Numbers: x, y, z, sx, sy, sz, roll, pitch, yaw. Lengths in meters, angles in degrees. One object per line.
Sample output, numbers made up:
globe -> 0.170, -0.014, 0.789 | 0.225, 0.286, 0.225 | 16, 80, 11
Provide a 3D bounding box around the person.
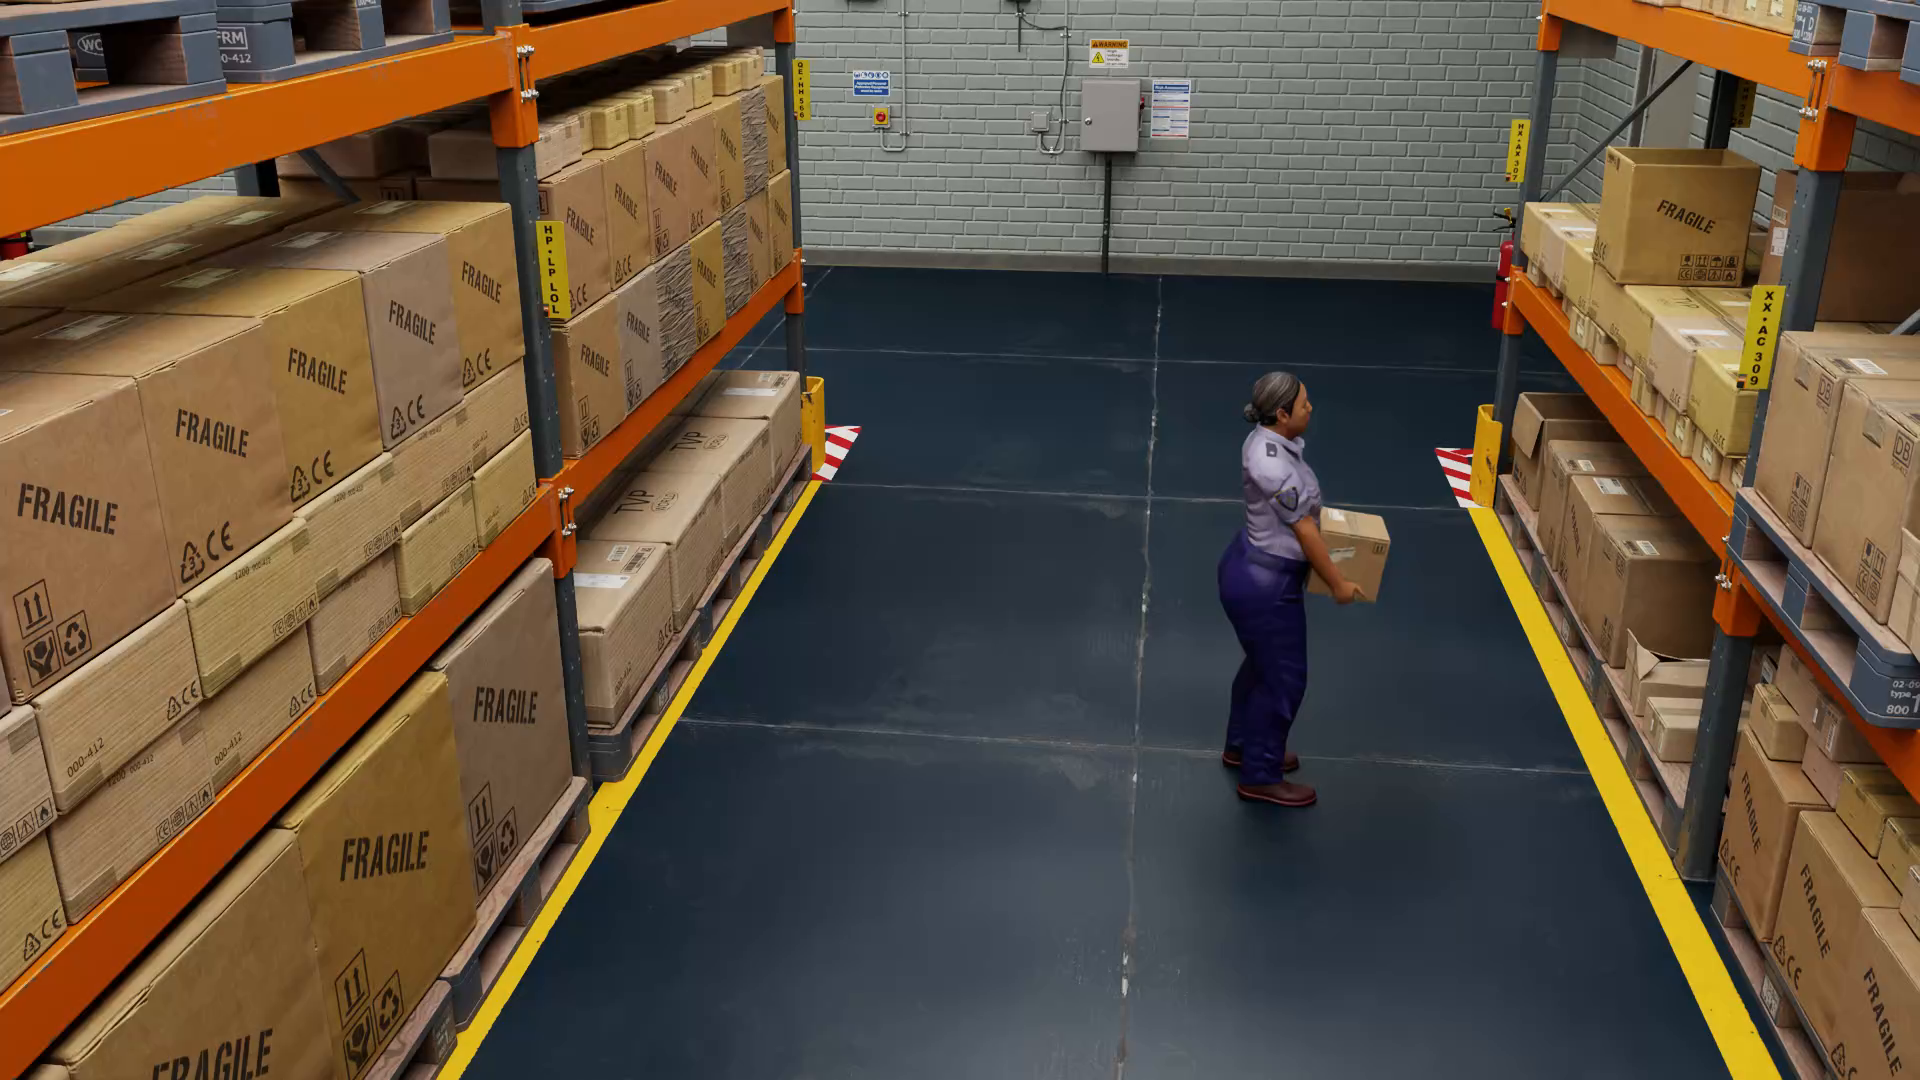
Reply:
person -> 1.222, 0.175, 6.170 | 0.524, 1.647, 0.434 | 2, 21, 6
